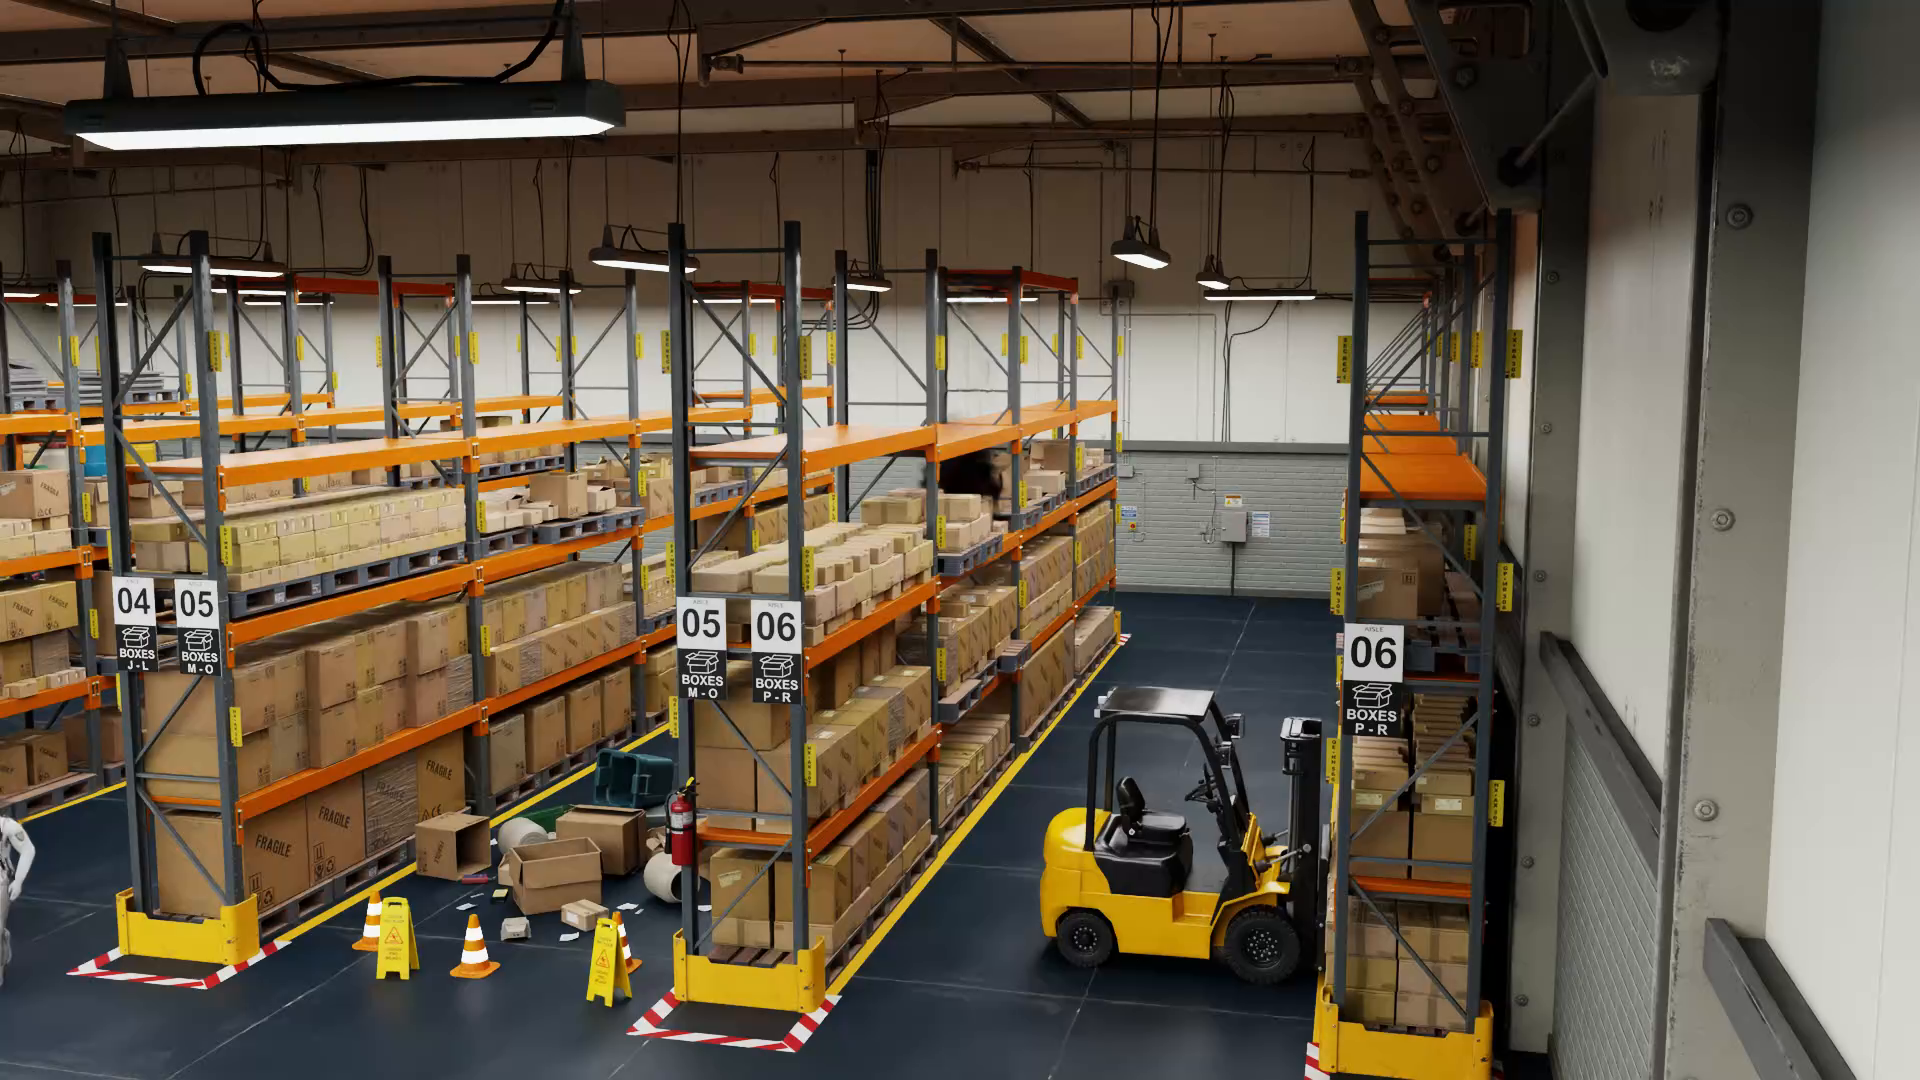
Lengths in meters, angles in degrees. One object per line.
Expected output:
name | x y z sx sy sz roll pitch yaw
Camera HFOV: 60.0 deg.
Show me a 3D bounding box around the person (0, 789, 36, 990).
person | -7.722 2.749 13.256 0.655 1.667 0.530 -1 7 -8
